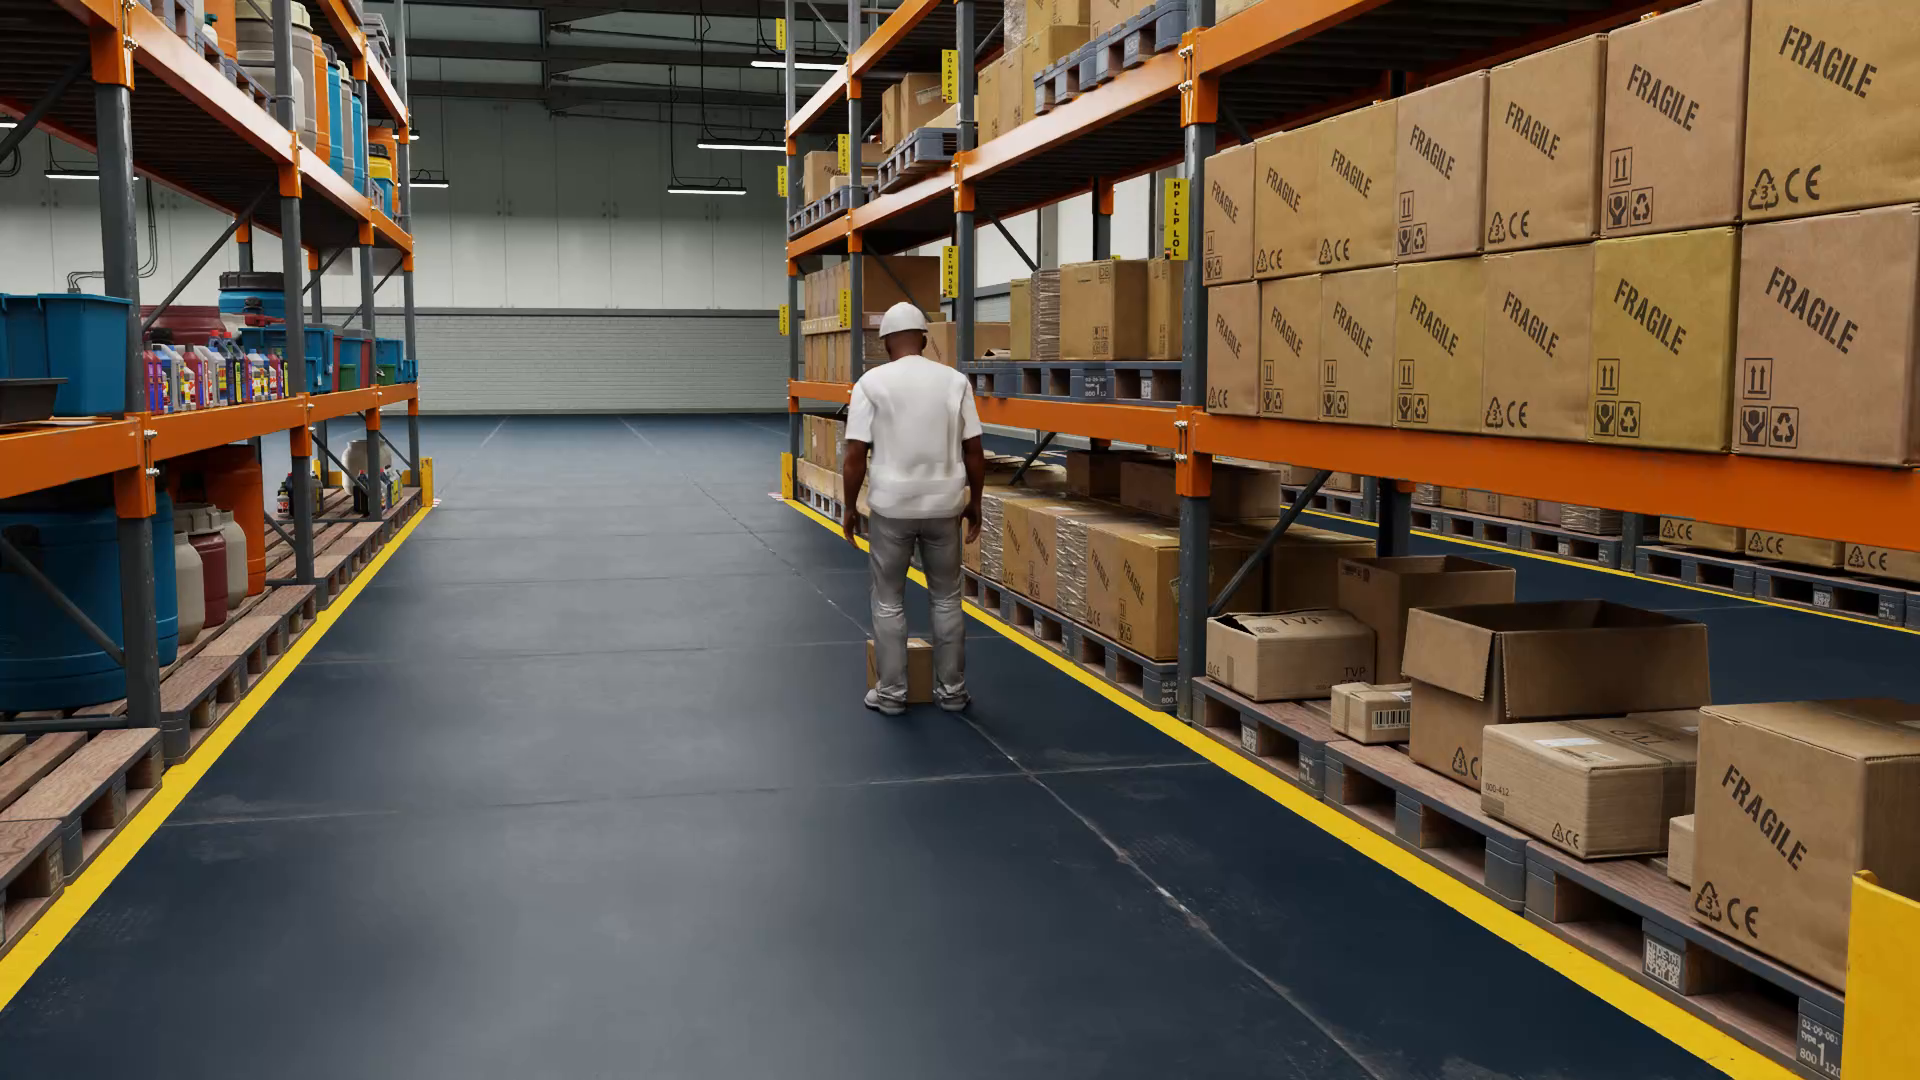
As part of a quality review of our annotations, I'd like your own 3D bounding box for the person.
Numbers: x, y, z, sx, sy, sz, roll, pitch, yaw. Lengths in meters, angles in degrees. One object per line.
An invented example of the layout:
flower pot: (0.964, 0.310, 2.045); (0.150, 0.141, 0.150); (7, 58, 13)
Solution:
person: (-0.202, -0.138, 7.170); (0.628, 1.761, 0.457); (-2, 6, -15)
